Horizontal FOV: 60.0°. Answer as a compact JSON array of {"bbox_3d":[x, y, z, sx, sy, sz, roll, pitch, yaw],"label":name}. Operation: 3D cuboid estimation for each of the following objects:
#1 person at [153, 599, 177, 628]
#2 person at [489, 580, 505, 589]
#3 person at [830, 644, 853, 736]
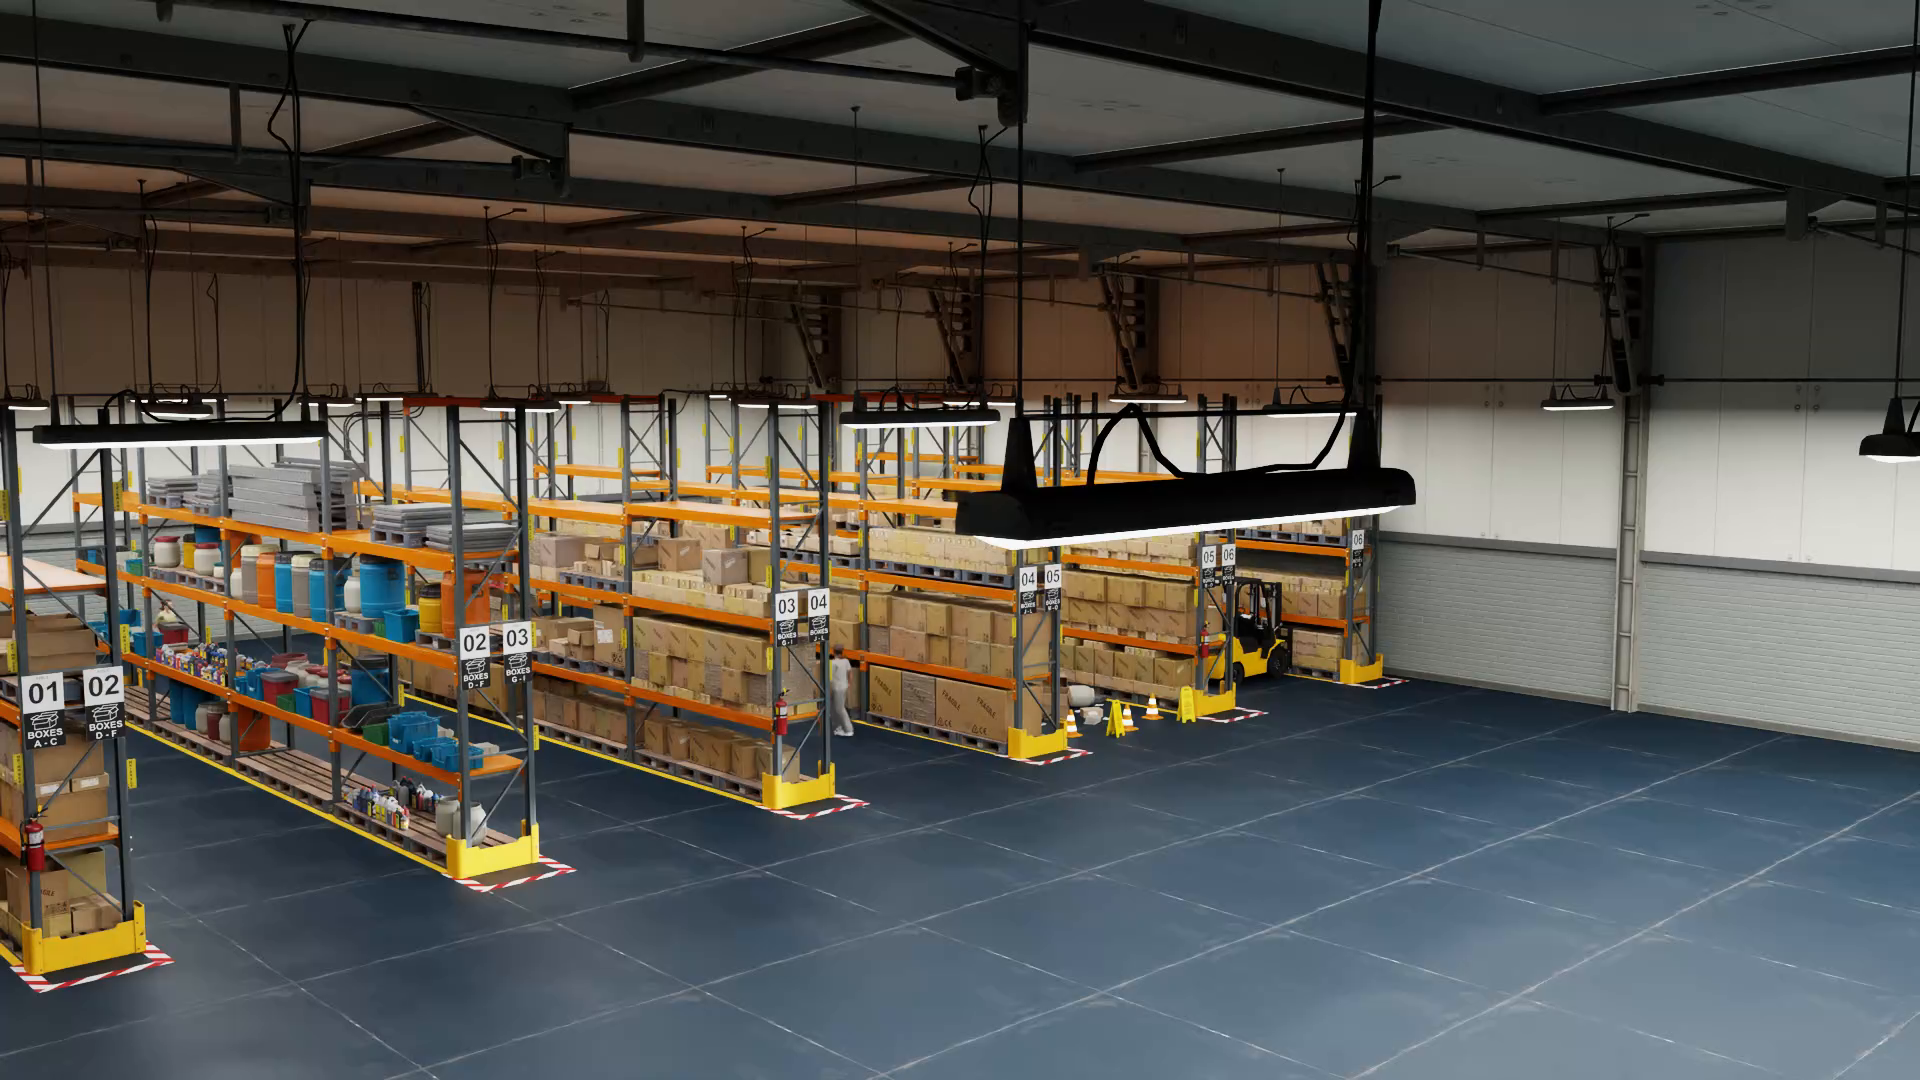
[{"bbox_3d":[-16.993,2.071,35.705,1.039,1.620,0.595,5,7,40],"label":"person"},{"bbox_3d":[-11.035,1.660,39.686,0.612,1.761,0.398,-4,7,-35],"label":"person"},{"bbox_3d":[-2.198,2.687,29.547,0.616,1.711,0.447,1,6,11],"label":"person"}]
